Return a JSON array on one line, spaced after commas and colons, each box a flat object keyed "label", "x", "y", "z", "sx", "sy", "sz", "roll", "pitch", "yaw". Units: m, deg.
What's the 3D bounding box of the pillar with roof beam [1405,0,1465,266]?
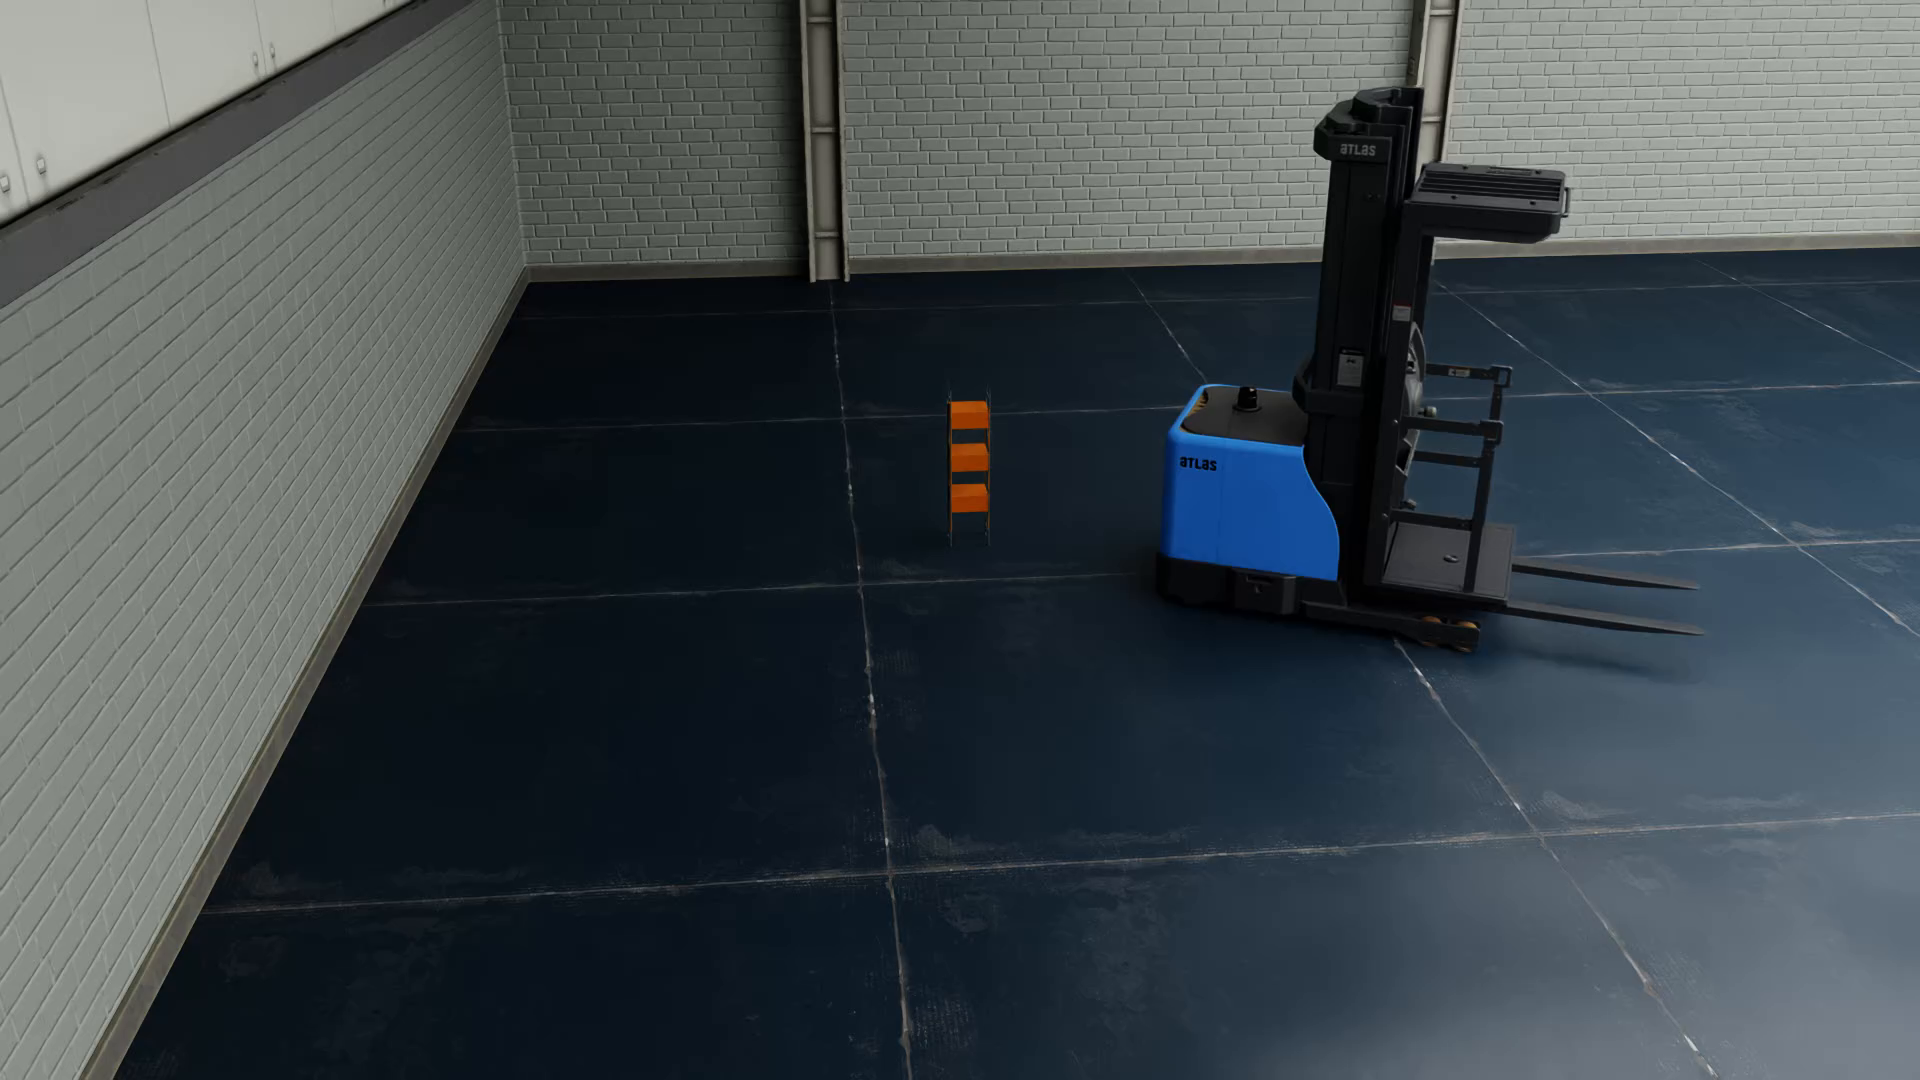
[{"label": "pillar with roof beam", "x": 5.083, "y": -5.242, "z": 11.464, "sx": 0.400, "sy": 9.000, "sz": 9.100, "roll": -2, "pitch": 24, "yaw": -5}]

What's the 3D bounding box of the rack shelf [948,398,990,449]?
[{"label": "rack shelf", "x": 0.053, "y": -0.732, "z": 10.431, "sx": 0.240, "sy": 0.259, "sz": 0.215, "roll": -2, "pitch": 24, "yaw": -5}]

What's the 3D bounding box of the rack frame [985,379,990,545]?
[{"label": "rack frame", "x": 0.175, "y": -0.487, "z": 10.552, "sx": 0.008, "sy": 1.050, "sz": 0.200, "roll": -2, "pitch": 24, "yaw": -5}]

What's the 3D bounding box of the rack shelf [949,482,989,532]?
[{"label": "rack shelf", "x": 0.053, "y": -0.218, "z": 10.659, "sx": 0.240, "sy": 0.259, "sz": 0.215, "roll": -2, "pitch": 24, "yaw": -5}]

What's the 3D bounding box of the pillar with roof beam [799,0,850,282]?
[{"label": "pillar with roof beam", "x": -0.888, "y": -5.003, "z": 10.926, "sx": 0.400, "sy": 9.000, "sz": 9.100, "roll": -2, "pitch": 24, "yaw": -5}]

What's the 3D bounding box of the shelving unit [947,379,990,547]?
[{"label": "shelving unit", "x": 0.053, "y": -0.482, "z": 10.542, "sx": 0.252, "sy": 1.050, "sz": 0.215, "roll": -2, "pitch": 24, "yaw": -5}]

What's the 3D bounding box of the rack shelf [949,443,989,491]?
[{"label": "rack shelf", "x": 0.053, "y": -0.472, "z": 10.546, "sx": 0.240, "sy": 0.259, "sz": 0.215, "roll": -2, "pitch": 24, "yaw": -5}]

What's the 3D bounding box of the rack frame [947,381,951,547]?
[{"label": "rack frame", "x": -0.068, "y": -0.477, "z": 10.531, "sx": 0.008, "sy": 1.050, "sz": 0.200, "roll": -2, "pitch": 24, "yaw": -5}]

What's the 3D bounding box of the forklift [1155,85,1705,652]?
[{"label": "forklift", "x": 2.739, "y": -0.956, "z": 9.292, "sx": 3.031, "sy": 2.935, "sz": 1.130, "roll": 8, "pitch": 25, "yaw": 18}]
